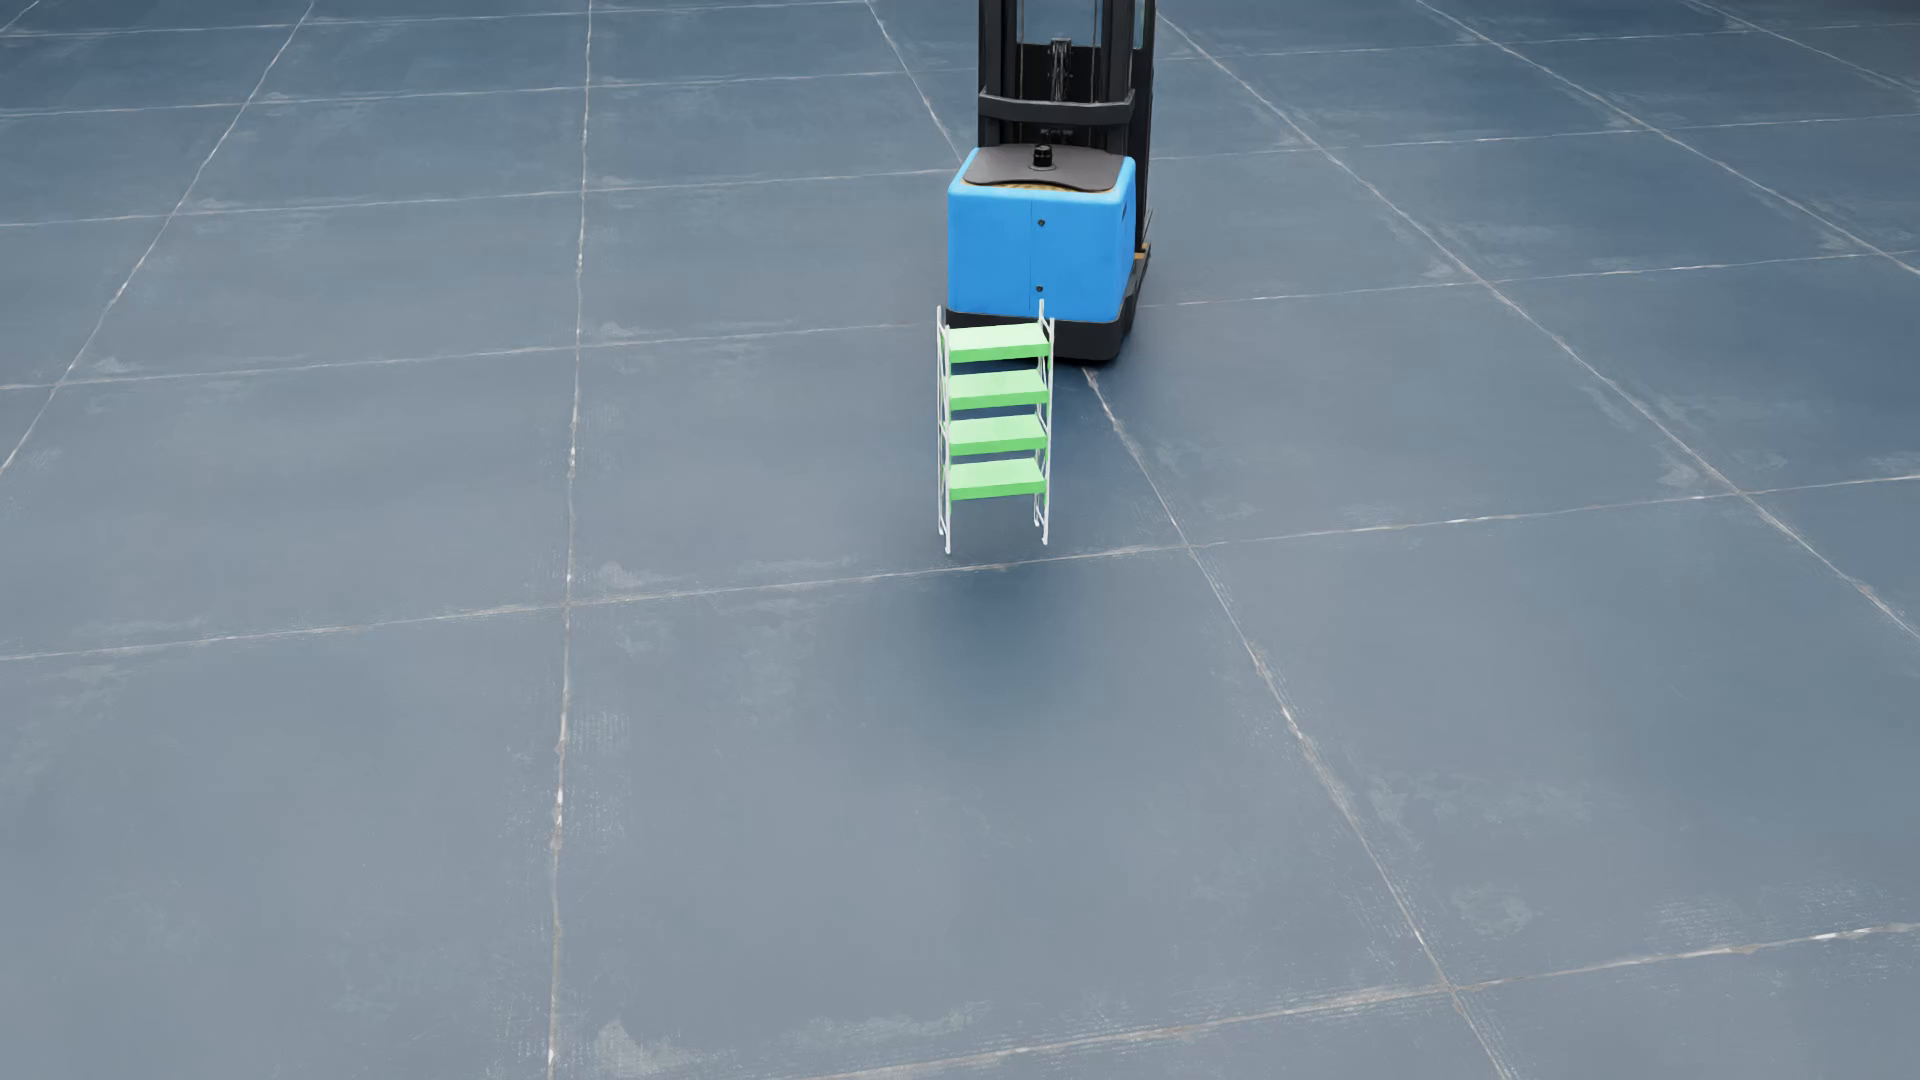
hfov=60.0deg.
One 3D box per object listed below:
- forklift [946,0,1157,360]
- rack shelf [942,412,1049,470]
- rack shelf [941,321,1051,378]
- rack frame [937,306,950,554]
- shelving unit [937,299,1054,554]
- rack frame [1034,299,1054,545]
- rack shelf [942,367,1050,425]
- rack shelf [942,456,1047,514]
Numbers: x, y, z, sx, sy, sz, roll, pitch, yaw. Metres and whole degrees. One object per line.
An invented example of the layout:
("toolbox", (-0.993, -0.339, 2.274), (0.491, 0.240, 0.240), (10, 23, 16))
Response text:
("forklift", (0.704, -3.069, 10.577), (1.130, 2.935, 3.031), (6, 31, 10))
("rack shelf", (0.163, -0.477, 8.004), (0.480, 0.148, 0.258), (-5, 31, -9))
("rack shelf", (0.163, -0.891, 7.761), (0.480, 0.148, 0.258), (-5, 31, -9))
("rack frame", (-0.077, -0.510, 7.934), (0.015, 1.200, 0.240), (-5, 31, -9))
("shelving unit", (0.163, -0.532, 7.972), (0.503, 1.200, 0.258), (-5, 31, -9))
("rack frame", (0.403, -0.555, 8.009), (0.015, 1.200, 0.240), (-5, 31, -9))
("rack shelf", (0.163, -0.684, 7.882), (0.480, 0.148, 0.258), (-5, 31, -9))
("rack shelf", (0.163, -0.270, 8.126), (0.480, 0.148, 0.258), (-5, 31, -9))
